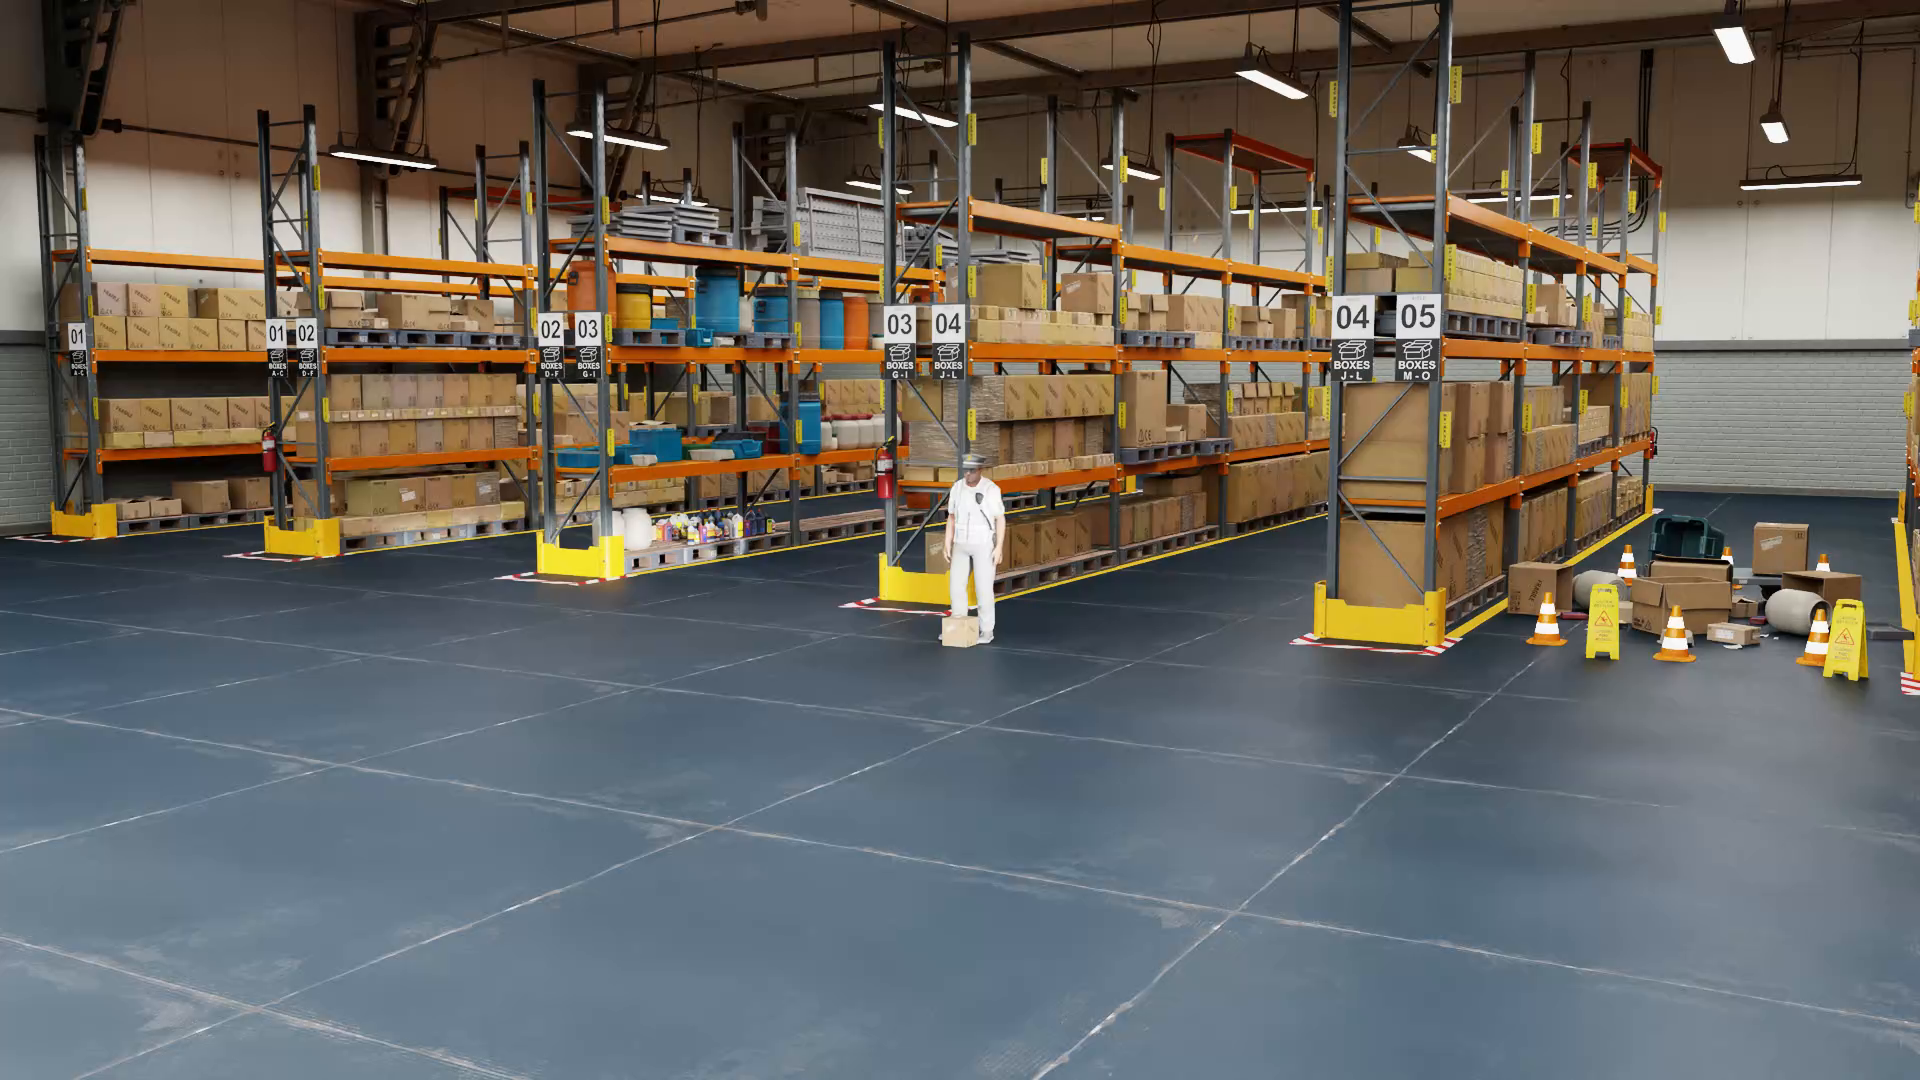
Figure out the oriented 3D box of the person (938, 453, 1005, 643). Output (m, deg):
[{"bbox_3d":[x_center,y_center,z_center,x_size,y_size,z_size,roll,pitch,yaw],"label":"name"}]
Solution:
[{"bbox_3d":[0.137,0.066,15.448,0.602,1.750,0.427,3,7,26],"label":"person"}]
